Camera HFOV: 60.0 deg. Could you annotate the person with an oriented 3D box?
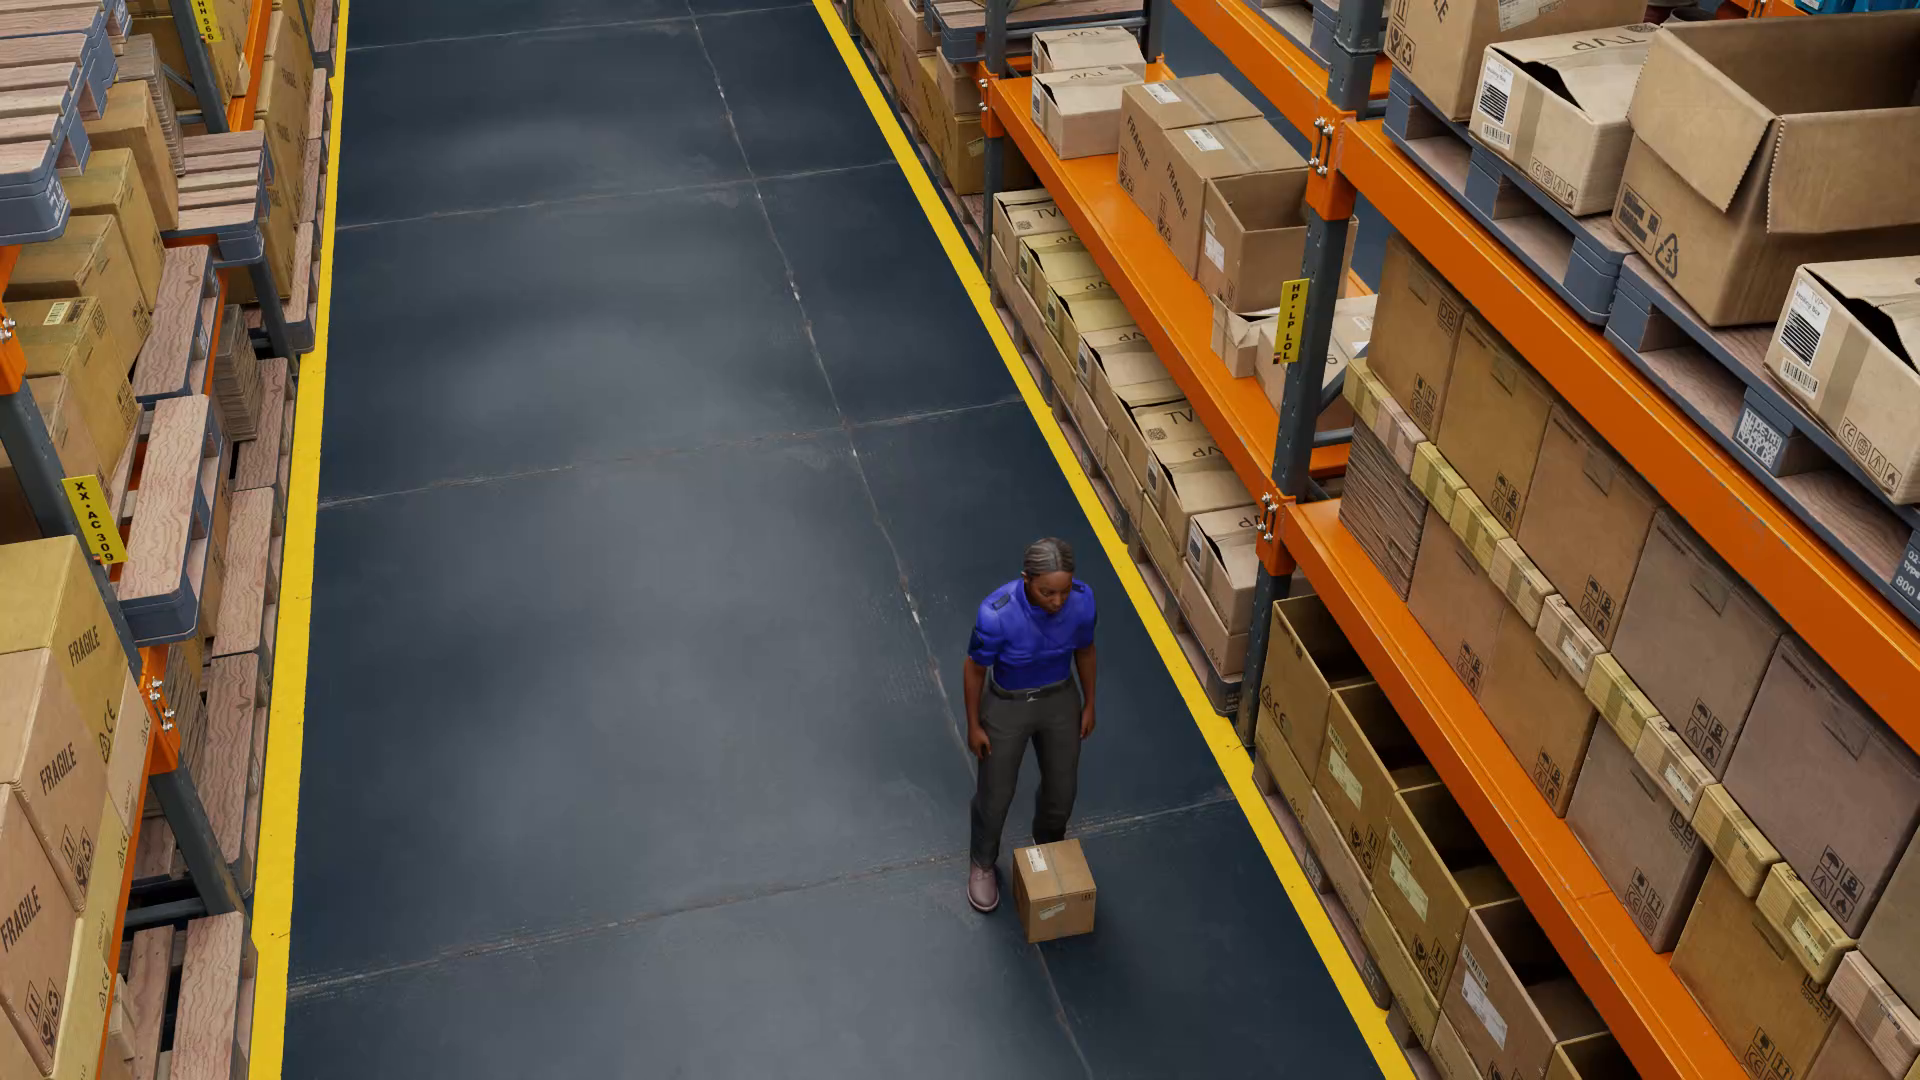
[{"bbox_3d":[0.249,0.622,5.933,0.506,1.654,0.350,-10,40,-13],"label":"person"}]
